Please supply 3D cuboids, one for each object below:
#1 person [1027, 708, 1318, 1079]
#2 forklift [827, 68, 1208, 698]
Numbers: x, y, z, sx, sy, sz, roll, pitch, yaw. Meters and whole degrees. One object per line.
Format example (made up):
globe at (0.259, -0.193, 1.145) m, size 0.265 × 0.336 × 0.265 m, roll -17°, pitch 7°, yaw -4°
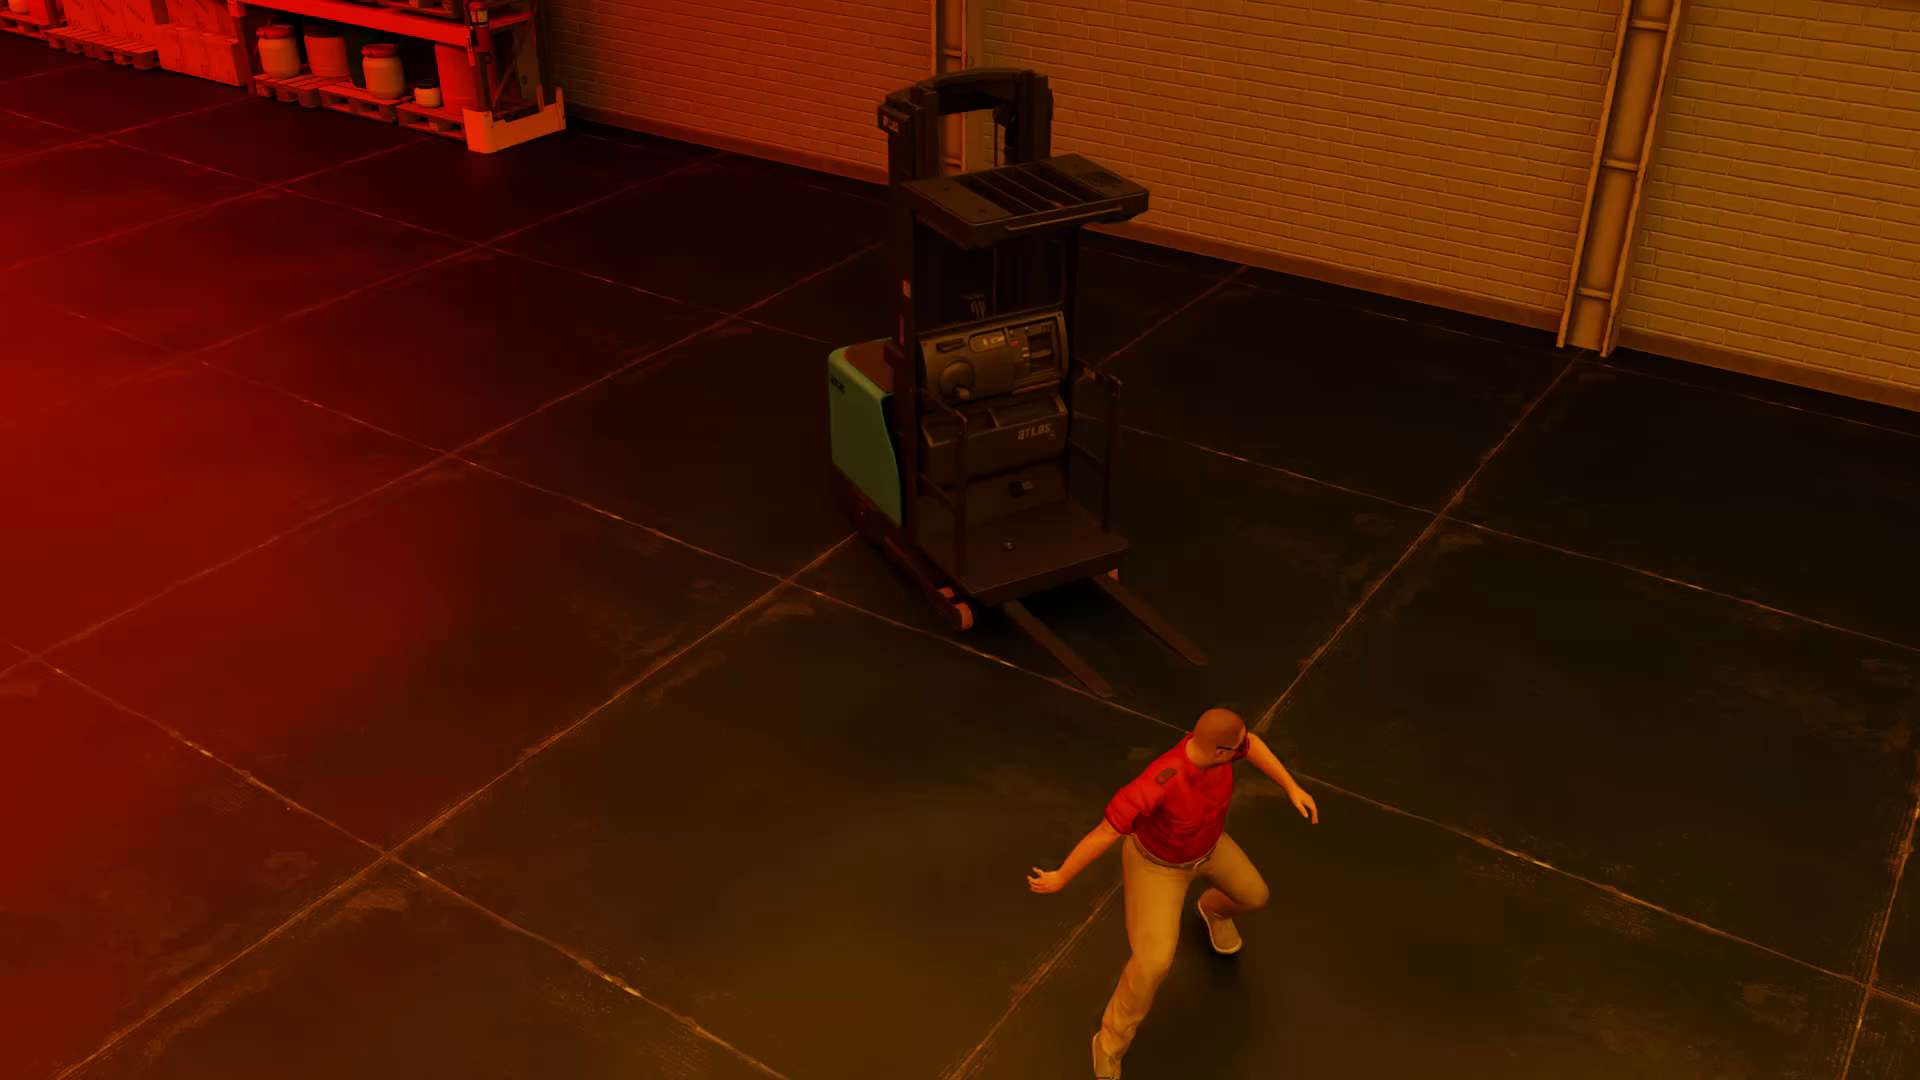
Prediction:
person at (0.867, 1.353, 6.734) m, size 1.120 × 1.692 × 0.565 m, roll -21°, pitch 36°, yaw -32°
forklift at (0.308, -1.001, 9.304) m, size 1.130 × 2.935 × 3.031 m, roll -16°, pitch 34°, yaw -25°
